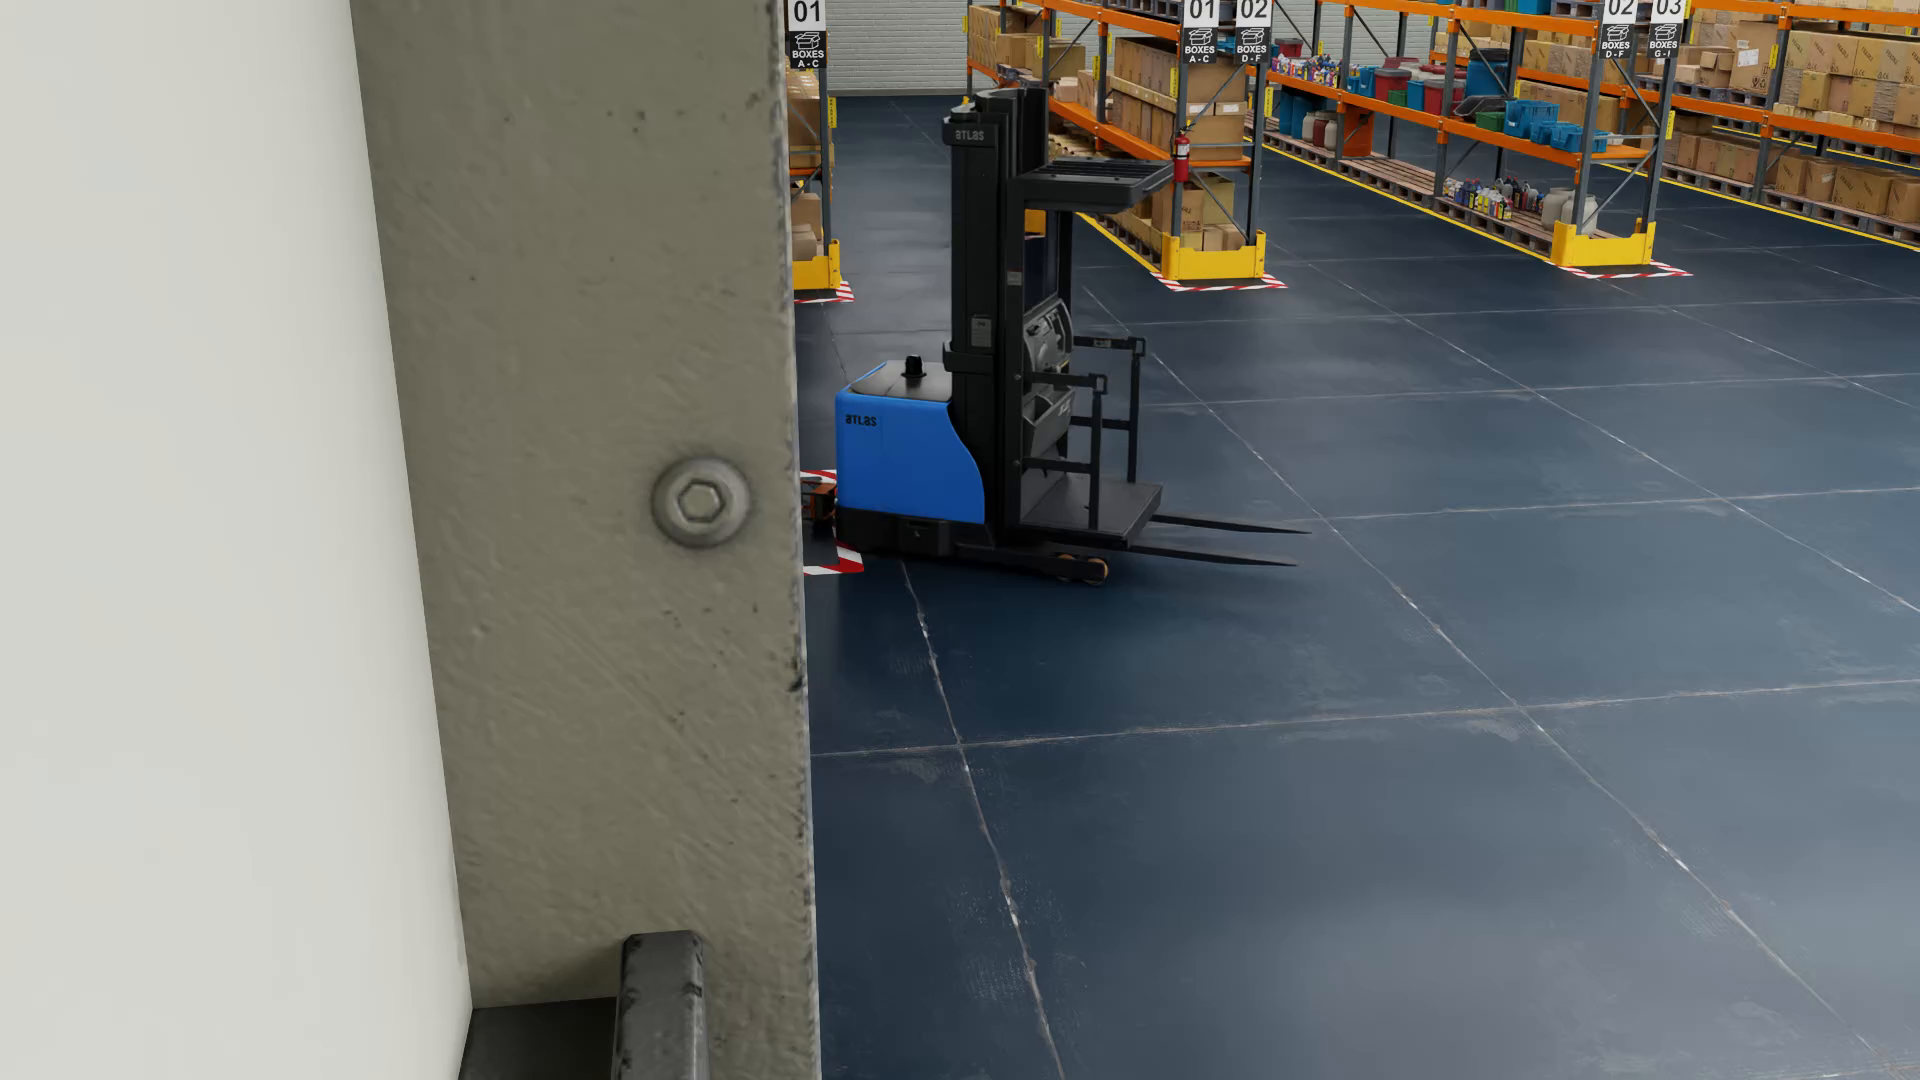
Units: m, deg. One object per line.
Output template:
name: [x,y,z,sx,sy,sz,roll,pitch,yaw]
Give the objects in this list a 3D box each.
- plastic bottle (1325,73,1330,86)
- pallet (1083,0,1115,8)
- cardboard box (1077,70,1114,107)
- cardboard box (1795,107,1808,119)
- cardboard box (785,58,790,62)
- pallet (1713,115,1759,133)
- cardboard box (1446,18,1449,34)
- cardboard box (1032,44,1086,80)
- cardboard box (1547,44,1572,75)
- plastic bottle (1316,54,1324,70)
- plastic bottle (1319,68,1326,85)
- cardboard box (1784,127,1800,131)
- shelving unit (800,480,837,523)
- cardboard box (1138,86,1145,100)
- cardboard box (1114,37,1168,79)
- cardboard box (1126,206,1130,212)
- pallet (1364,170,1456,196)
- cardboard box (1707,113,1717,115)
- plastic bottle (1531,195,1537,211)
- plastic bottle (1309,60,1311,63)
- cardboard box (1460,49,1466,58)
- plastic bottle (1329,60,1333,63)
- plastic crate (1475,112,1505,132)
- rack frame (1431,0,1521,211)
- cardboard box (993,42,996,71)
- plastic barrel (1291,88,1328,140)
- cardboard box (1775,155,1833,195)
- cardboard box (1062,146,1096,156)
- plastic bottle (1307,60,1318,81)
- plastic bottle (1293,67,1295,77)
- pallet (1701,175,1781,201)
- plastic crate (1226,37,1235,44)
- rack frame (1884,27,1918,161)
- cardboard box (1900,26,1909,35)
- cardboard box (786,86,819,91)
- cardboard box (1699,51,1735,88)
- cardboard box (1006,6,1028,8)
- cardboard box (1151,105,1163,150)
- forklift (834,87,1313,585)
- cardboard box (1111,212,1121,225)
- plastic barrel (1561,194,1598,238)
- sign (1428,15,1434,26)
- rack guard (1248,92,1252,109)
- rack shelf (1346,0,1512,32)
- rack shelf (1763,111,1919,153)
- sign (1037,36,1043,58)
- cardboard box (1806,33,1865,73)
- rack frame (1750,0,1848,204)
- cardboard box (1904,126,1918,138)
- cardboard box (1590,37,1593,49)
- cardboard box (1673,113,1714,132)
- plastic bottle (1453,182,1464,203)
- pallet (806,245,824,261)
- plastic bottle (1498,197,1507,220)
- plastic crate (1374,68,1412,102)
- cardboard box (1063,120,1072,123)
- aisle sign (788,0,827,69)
plastic bottle: [6.178,-7.712,27.861,0.097,0.201,0.097,0,20,0]
pallet: [2.238,-7.519,23.046,0.805,0.209,1.217,-4,21,-10]
cardboard box: [2.060,-6.750,24.859,0.500,0.500,0.500,-4,21,-11]
cardboard box: [12.002,-6.017,23.398,0.380,0.149,0.250,-3,21,-8]
cardboard box: [-2.820,-6.693,24.076,0.700,0.500,0.500,-3,21,-8]
pallet: [15.819,-8.306,33.154,1.003,0.211,1.213,-3,21,-8]
cardboard box: [10.326,-10.619,34.078,0.500,0.500,0.500,-3,21,-9]
cardboard box: [1.599,-7.739,26.907,0.700,0.500,0.500,-10,23,-26]
cardboard box: [10.993,-8.694,30.064,0.500,0.500,0.500,-3,21,-9]
plastic bottle: [6.468,-8.521,29.813,0.144,0.351,0.185,-3,21,-8]
plastic bottle: [6.136,-7.846,28.119,0.097,0.271,0.097,0,20,0]
cardboard box: [15.873,-7.955,31.201,0.500,0.500,0.500,-2,21,-5]
shelving unit: [-1.163,-0.287,11.652,1.050,0.215,0.252,6,20,18]
cardboard box: [2.452,-5.610,20.880,0.380,0.149,0.250,-3,21,-8]
cardboard box: [2.449,-6.400,22.067,0.700,0.500,0.500,-3,21,-7]
cardboard box: [2.354,-4.463,21.136,0.500,0.500,0.500,-3,21,-8]
pallet: [6.950,-5.534,25.731,1.003,0.211,1.213,-3,21,-8]
cardboard box: [15.408,-8.720,33.750,0.380,0.149,0.250,-3,21,-8]
plastic bottle: [7.796,-4.559,22.507,0.097,0.201,0.097,0,20,0]
plastic bottle: [6.383,-8.691,30.482,0.097,0.201,0.097,0,20,0]
cardboard box: [10.364,-9.849,33.659,0.380,0.149,0.250,-3,21,-8]
plastic bottle: [6.629,-8.437,29.697,0.152,0.276,0.135,-3,21,-8]
plastic crate: [7.197,-5.563,22.128,0.450,0.188,0.662,-3,21,-8]
rack frame: [7.281,-6.147,23.387,1.000,3.000,0.127,-3,21,-8]
cardboard box: [0.899,-8.875,30.549,0.500,0.500,0.500,-3,21,-7]
plastic barrel: [6.291,-7.696,29.934,0.600,0.901,0.708,-3,21,-8]
cardboard box: [12.200,-5.282,24.043,0.500,0.500,0.500,-4,21,-9]
cardboard box: [1.817,-5.722,24.778,0.500,0.311,0.500,-3,21,-8]
plastic bottle: [6.077,-8.080,28.634,0.144,0.351,0.185,-3,21,-8]
plastic bottle: [5.940,-8.282,29.388,0.097,0.201,0.097,0,20,0]
pallet: [12.068,-5.360,25.265,1.003,0.211,1.213,-3,21,-8]
plastic crate: [5.784,-10.240,34.209,0.616,0.435,0.499,-3,21,-8]
rack frame: [16.528,-7.997,28.340,1.000,3.000,0.127,-3,21,-8]
cardboard box: [20.200,-10.567,35.078,0.500,0.500,0.500,-3,21,-8]
cardboard box: [-1.847,-5.084,19.655,0.500,0.500,0.500,-4,21,-10]
cardboard box: [11.840,-7.237,25.559,0.797,0.503,0.637,-1,20,-2]
cardboard box: [1.058,-10.253,32.810,0.500,0.500,0.500,-2,21,-6]
cardboard box: [2.754,-5.076,20.378,0.700,0.500,0.500,-3,21,-7]
forklift: [0.748,-1.299,10.505,3.031,2.935,1.130,7,22,18]
cardboard box: [2.279,-4.284,21.730,0.500,0.250,0.500,-3,21,-8]
plastic barrel: [7.687,-4.017,20.641,0.421,0.512,0.421,0,20,0]
sign: [9.902,-10.968,34.945,0.100,0.325,0.005,-3,21,-8]
rack guard: [5.534,-9.138,34.969,1.175,0.500,0.348,-3,21,-8]
rack shelf: [6.992,-7.908,24.842,1.077,0.370,4.000,-3,21,-8]
rack shelf: [12.470,-5.367,22.328,1.077,0.370,4.000,-3,21,-8]
sign: [1.266,-7.758,26.159,0.100,0.325,0.005,-3,21,-8]
cardboard box: [12.069,-6.710,22.897,0.500,0.500,0.500,-3,21,-8]
rack frame: [12.182,-6.397,24.056,1.000,3.000,0.127,-3,21,-8]
cardboard box: [12.370,-5.240,21.319,0.380,0.149,0.250,-3,21,-8]
cardboard box: [11.425,-8.778,28.855,0.797,0.503,0.637,-2,21,-6]
cardboard box: [11.818,-6.754,26.886,0.500,0.250,0.500,-1,20,-2]
plastic bottle: [6.966,-4.834,23.136,0.152,0.276,0.135,-2,21,-6]
pallet: [-2.039,-3.265,19.657,1.003,0.211,1.213,-3,21,-8]
plastic bottle: [7.124,-4.349,21.826,0.061,0.283,0.133,-2,21,-6]
plastic crate: [6.634,-6.987,25.544,0.402,0.464,0.583,-3,21,-8]
cardboard box: [1.871,-6.845,28.201,0.500,0.500,0.500,-3,21,-8]
aisle sign: [-1.639,-5.470,17.860,0.394,0.787,0.004,-3,21,-8]
